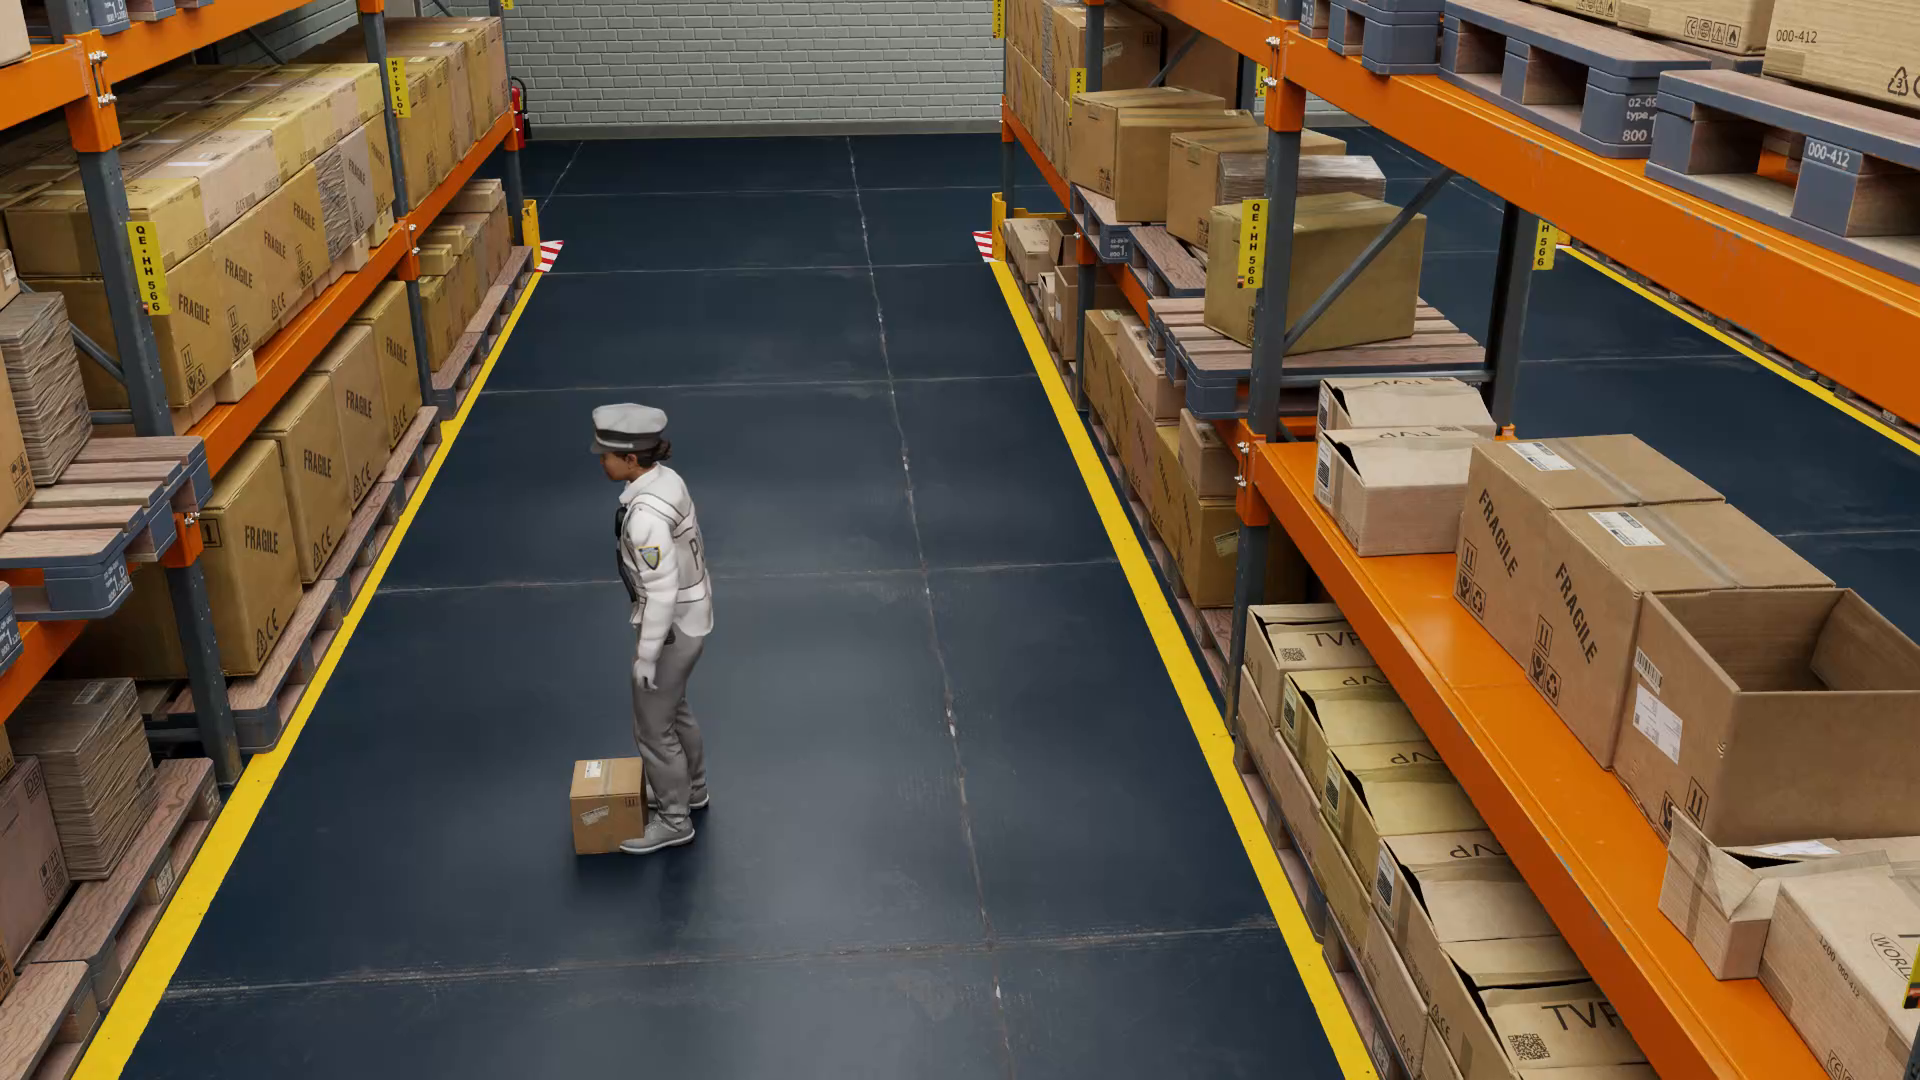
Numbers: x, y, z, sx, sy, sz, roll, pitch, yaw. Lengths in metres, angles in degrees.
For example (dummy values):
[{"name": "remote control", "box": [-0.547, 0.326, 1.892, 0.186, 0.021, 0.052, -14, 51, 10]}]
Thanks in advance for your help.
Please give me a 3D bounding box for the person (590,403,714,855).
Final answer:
[{"name": "person", "box": [-1.070, 0.319, 5.875, 0.403, 1.664, 0.529, -2, 24, -5]}]
